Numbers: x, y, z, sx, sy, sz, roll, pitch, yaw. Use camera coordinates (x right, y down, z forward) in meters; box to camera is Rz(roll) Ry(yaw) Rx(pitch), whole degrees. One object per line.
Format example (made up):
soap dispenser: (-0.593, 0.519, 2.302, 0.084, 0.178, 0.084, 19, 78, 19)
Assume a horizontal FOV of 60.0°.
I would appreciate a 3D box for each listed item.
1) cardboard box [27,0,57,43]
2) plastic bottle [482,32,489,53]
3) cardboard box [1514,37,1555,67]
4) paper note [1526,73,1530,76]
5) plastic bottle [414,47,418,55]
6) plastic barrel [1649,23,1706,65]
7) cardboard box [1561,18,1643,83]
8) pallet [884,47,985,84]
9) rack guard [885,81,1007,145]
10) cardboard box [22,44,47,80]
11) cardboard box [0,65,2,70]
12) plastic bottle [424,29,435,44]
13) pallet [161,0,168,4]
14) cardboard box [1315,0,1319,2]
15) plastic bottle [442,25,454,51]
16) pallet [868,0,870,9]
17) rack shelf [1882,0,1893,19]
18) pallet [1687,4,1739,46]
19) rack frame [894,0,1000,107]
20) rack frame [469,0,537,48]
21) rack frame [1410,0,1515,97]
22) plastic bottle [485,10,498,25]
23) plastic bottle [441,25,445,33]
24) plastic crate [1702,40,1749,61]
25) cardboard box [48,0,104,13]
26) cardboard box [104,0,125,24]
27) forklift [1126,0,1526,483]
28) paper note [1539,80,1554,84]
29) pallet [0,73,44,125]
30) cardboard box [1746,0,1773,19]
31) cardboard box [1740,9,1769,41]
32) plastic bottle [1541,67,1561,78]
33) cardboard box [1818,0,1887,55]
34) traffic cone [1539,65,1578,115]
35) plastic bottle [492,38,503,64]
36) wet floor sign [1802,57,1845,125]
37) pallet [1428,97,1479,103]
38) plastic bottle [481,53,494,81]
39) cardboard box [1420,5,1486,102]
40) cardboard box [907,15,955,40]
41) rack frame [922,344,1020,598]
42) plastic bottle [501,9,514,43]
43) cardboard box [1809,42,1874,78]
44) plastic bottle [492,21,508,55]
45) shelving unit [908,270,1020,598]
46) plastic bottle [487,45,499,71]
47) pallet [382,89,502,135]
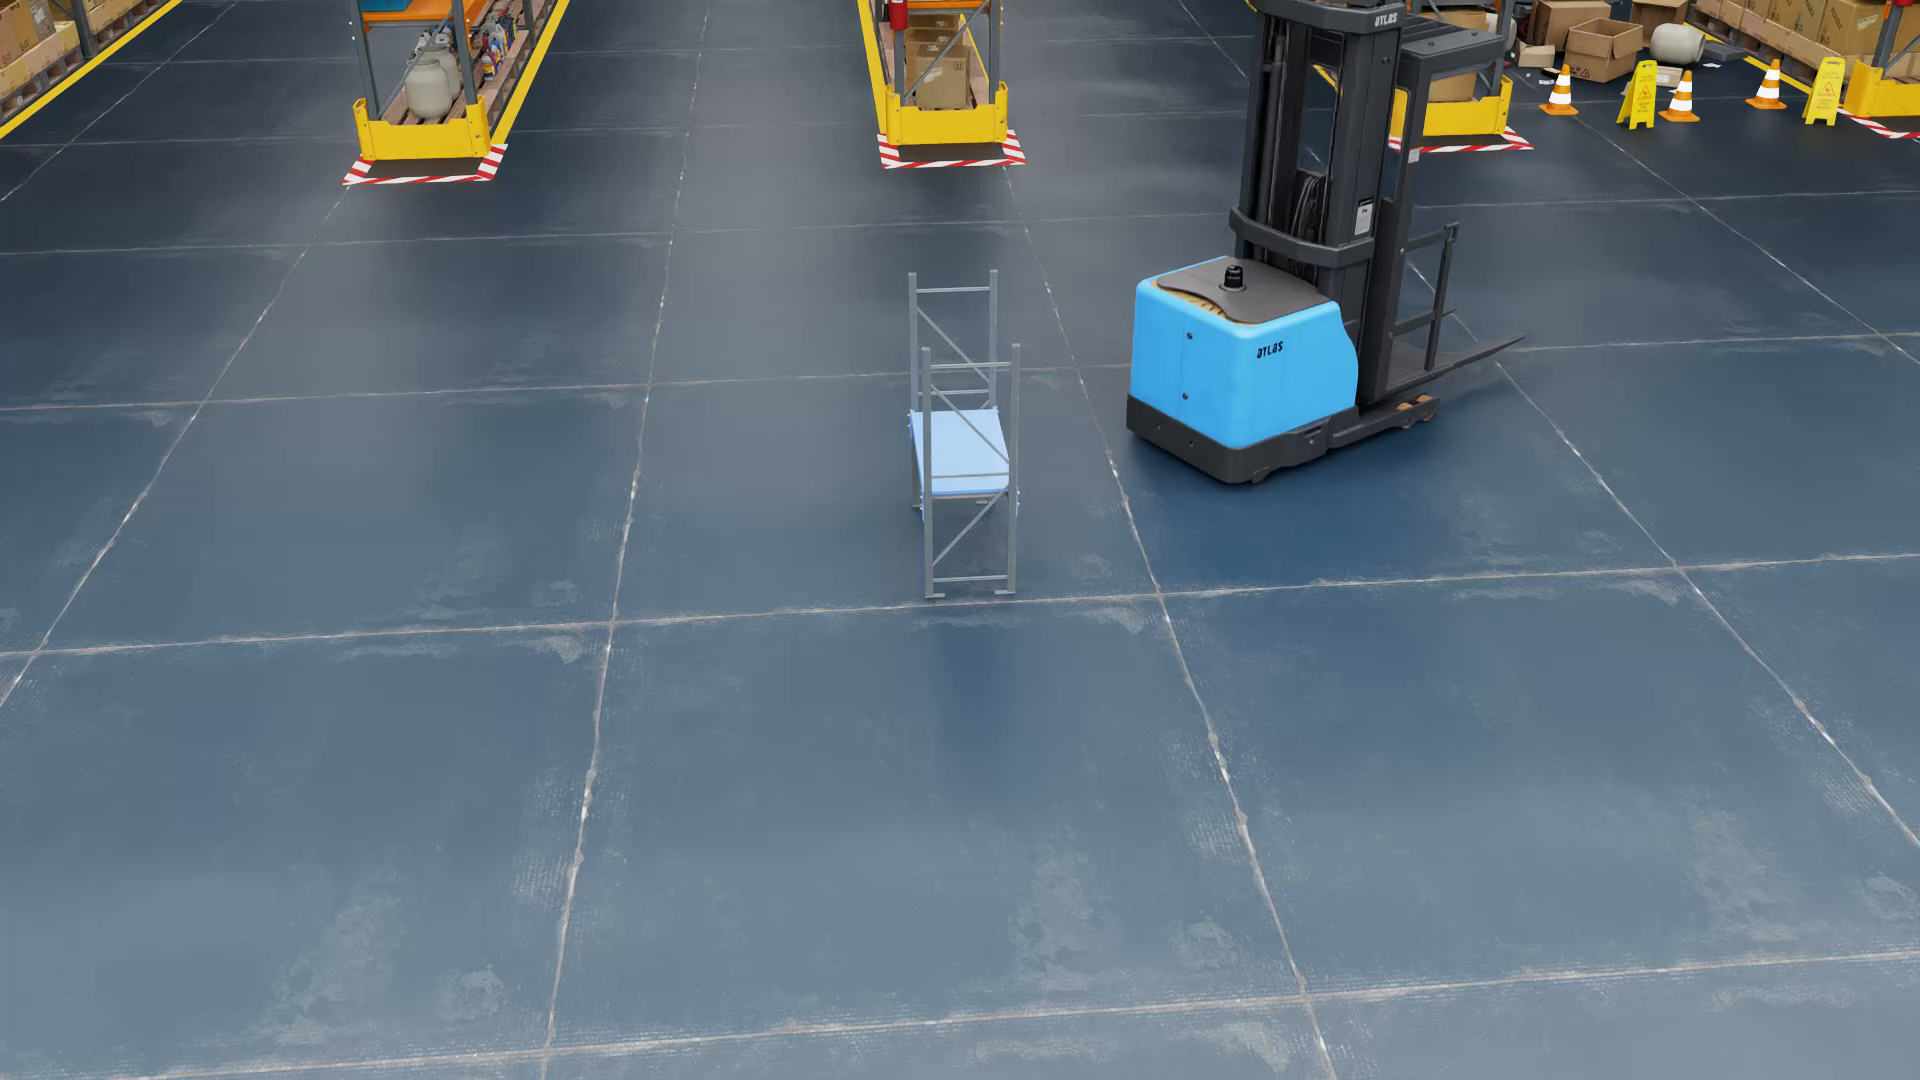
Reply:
cardboard box: (-10.068, -5.612, 17.761, 0.500, 0.500, 0.500, -3, 31, -5)
plastic bottle: (-5.132, -5.364, 18.025, 0.061, 0.283, 0.133, -3, 31, -5)
cardboard box: (6.441, -5.468, 18.646, 0.396, 0.266, 0.258, 2, 31, 4)
paper note: (6.261, -5.123, 18.317, 0.032, 0.001, 0.123, 13, 33, 21)
plastic bottle: (-5.663, -5.032, 17.476, 0.152, 0.276, 0.135, -3, 31, -4)
plastic barrel: (8.039, -5.554, 18.635, 0.512, 0.421, 0.421, 20, 36, 29)
cardboard box: (7.055, -5.382, 18.269, 0.637, 0.503, 0.797, 27, 40, 37)
pallet: (-0.286, -5.083, 18.053, 1.003, 0.211, 1.213, -3, 31, -5)
rack guard: (-0.134, -4.169, 16.242, 1.175, 0.500, 0.348, -3, 31, -5)
cardboard box: (-10.005, -5.036, 17.527, 0.500, 0.250, 0.500, -3, 31, -5)
cardboard box: (-9.927, -4.846, 16.479, 0.500, 0.500, 0.500, -3, 31, -5)
plastic bottle: (-5.713, -5.314, 17.876, 0.144, 0.351, 0.185, -3, 31, -5)
pallet: (-10.700, -7.195, 21.591, 1.003, 0.211, 1.213, -3, 31, -5)
cardboard box: (4.436, -6.375, 19.160, 0.875, 0.875, 0.875, -2, 31, -4)
plastic bottle: (-5.636, -5.525, 18.307, 0.097, 0.271, 0.097, 0, 31, 0)
pallet: (-0.692, -7.070, 21.380, 1.003, 0.211, 1.213, -3, 31, -5)
rack shelf: (9.553, -6.390, 18.225, 1.077, 0.370, 4.000, -3, 31, -5)
pallet: (9.464, -6.182, 19.893, 1.003, 0.211, 1.213, -3, 31, -5)
rack frame: (-0.127, -5.203, 15.536, 1.000, 3.000, 0.127, -3, 31, -5)
rack frame: (-5.432, -7.008, 18.557, 1.000, 3.000, 0.127, -3, 31, -5)
rack frame: (4.821, -5.389, 15.847, 1.000, 3.000, 0.127, -3, 31, -5)
plastic bottle: (-5.229, -5.738, 18.585, 0.144, 0.351, 0.185, -3, 31, -5)
plastic bottle: (-5.770, -5.628, 18.401, 0.144, 0.351, 0.185, -2, 31, -3)
plastic crate: (8.696, -5.626, 19.090, 0.402, 0.080, 0.583, -14, 33, -22)
cardboard box: (-10.155, -6.236, 18.990, 0.500, 0.311, 0.500, -3, 31, -4)
cardboard box: (-10.202, -6.251, 19.562, 0.500, 0.250, 0.500, -2, 31, -3)
forklift: (2.574, -2.194, 10.565, 3.031, 2.935, 1.130, -20, 36, -30)
paper note: (6.368, -4.974, 18.050, 0.144, 0.017, 0.142, 8, 32, 13)
pallet: (-10.215, -4.543, 17.150, 1.003, 0.211, 1.213, -3, 31, -5)
cardboard box: (9.260, -6.190, 18.729, 0.500, 0.500, 0.500, -1, 31, -2)
cardboard box: (9.265, -5.863, 18.912, 0.500, 0.250, 0.500, -3, 31, -5)
plastic bottle: (6.503, -5.153, 18.318, 0.133, 0.061, 0.283, -14, 33, -22)
cardboard box: (9.405, -5.396, 17.400, 0.500, 0.500, 0.500, -3, 31, -4)
traffic cone: (6.185, -4.639, 17.065, 0.336, 0.463, 0.334, -3, 31, -5)
plastic bottle: (-4.978, -5.253, 17.852, 0.097, 0.271, 0.097, 0, 31, 0)
wet floor sign: (8.692, -4.519, 16.686, 0.267, 0.644, 0.232, 8, 32, 13)
pallet: (4.668, -4.596, 17.239, 1.003, 0.211, 1.213, -3, 31, -5)
plastic bottle: (-4.918, -4.924, 17.300, 0.097, 0.271, 0.097, 0, 31, 0)
cardboard box: (4.691, -5.000, 16.859, 0.875, 0.875, 0.875, -3, 31, -4)
cardboard box: (-0.299, -5.254, 17.649, 0.500, 0.500, 0.500, 0, 31, 0)
rack frame: (0.055, -0.341, 8.858, 0.500, 1.500, 0.032, -3, 31, -5)
plastic bottle: (-5.085, -5.745, 18.596, 0.144, 0.351, 0.185, -4, 31, -6)
cardboard box: (9.394, -5.090, 17.618, 0.500, 0.250, 0.500, -3, 31, -5)
plastic bottle: (-5.037, -5.482, 18.156, 0.144, 0.351, 0.185, -3, 31, -5)
shelving unit: (0.008, -0.600, 9.292, 0.538, 1.500, 1.048, -3, 31, -5)
plastic bottle: (-4.950, -5.099, 17.593, 0.097, 0.271, 0.097, 0, 31, 0)
pallet: (-5.183, -4.220, 16.609, 1.003, 0.211, 1.213, -3, 31, -5)
